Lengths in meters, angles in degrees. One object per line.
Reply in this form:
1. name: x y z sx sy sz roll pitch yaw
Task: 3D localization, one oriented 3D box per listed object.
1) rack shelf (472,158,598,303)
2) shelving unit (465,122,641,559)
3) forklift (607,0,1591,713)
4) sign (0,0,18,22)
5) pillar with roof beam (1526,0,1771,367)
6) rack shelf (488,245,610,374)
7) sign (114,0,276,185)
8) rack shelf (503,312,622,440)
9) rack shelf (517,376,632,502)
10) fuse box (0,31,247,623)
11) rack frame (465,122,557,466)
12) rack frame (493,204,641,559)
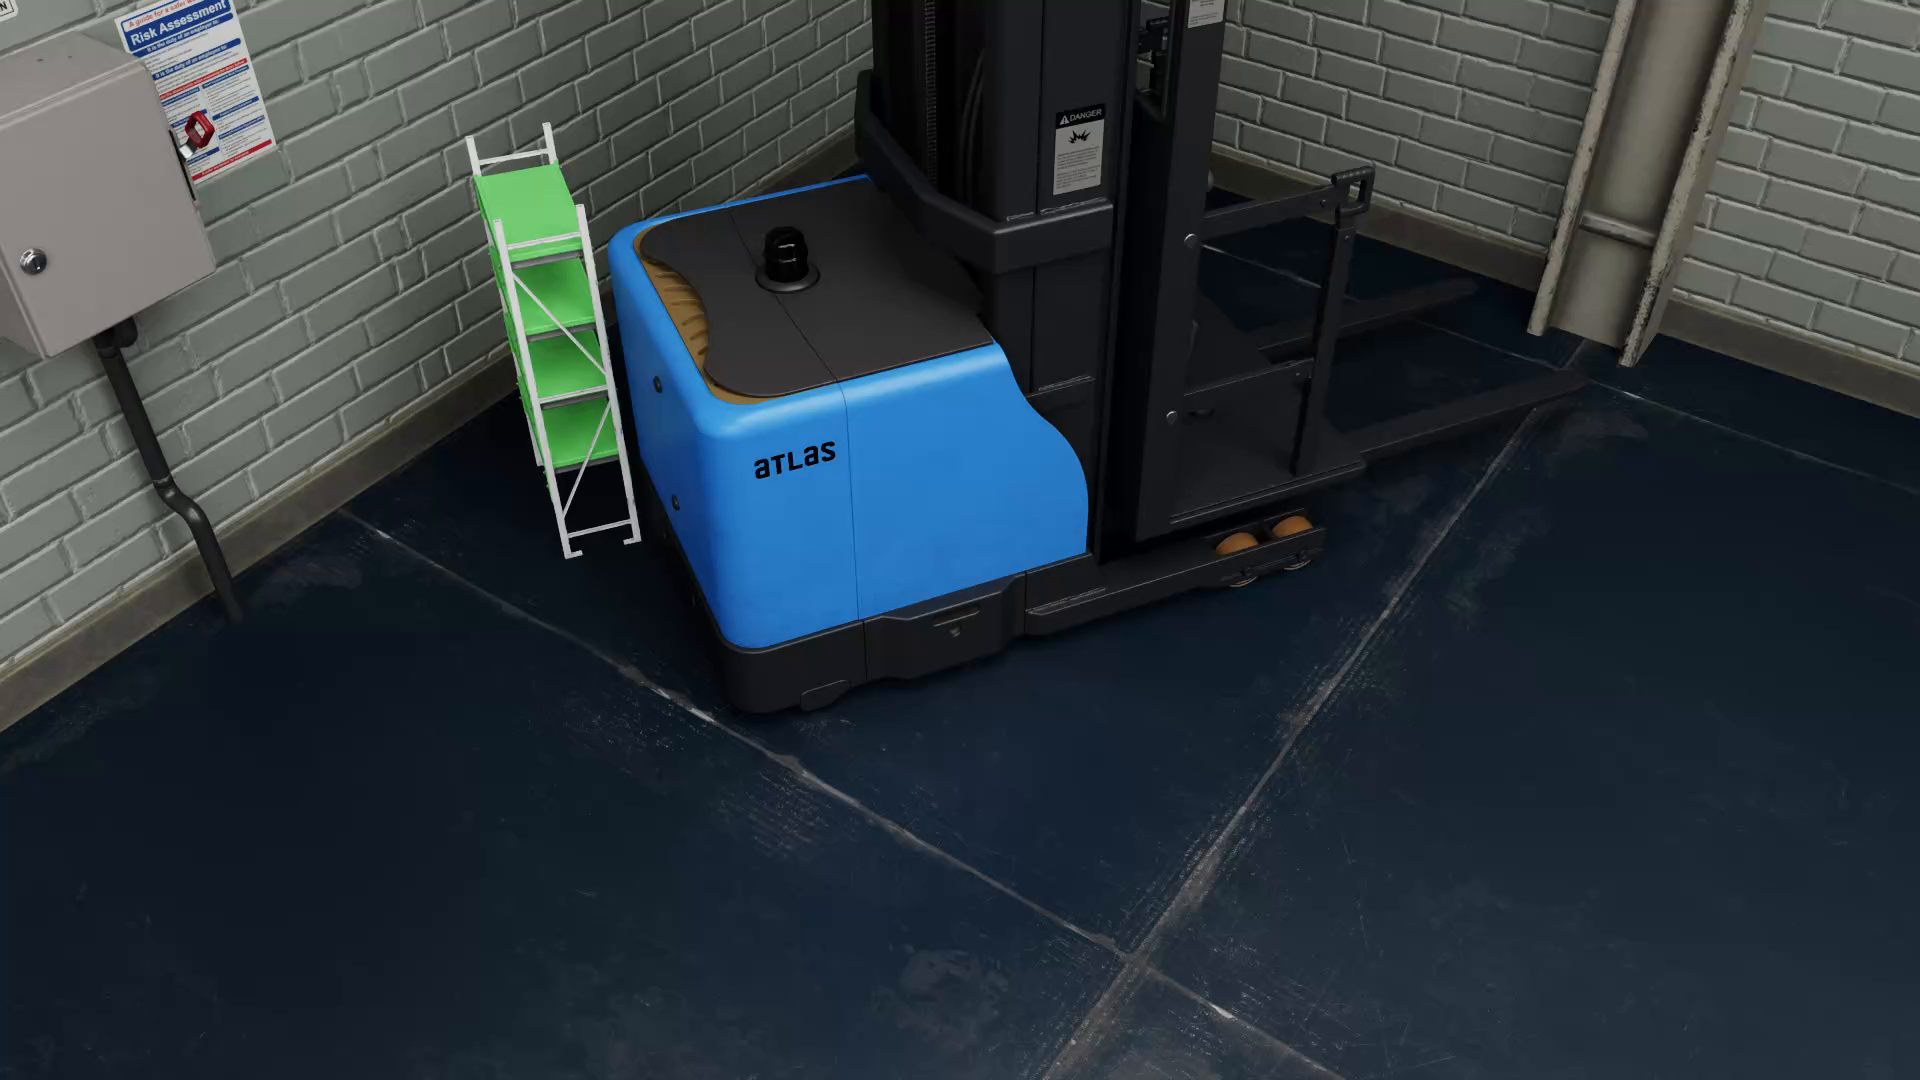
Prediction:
1. rack shelf: -1.207 -0.883 4.713 0.258 0.148 0.480 -14 44 -15
2. shelving unit: -1.207 -0.573 4.991 0.258 1.200 0.503 -14 44 -15
3. forklift: 0.572 -1.257 4.457 3.031 2.935 1.130 -16 44 -17
4. sign: -2.336 -1.250 3.778 0.001 0.242 0.339 25 48 25
5. pillar with roof beam: -0.145 -1.777 0.488 0.400 9.000 9.100 25 48 25
6. rack shelf: -1.207 -0.704 4.873 0.258 0.148 0.480 -14 44 -15
7. sign: -2.020 -1.207 4.420 0.001 0.494 0.329 25 48 25
8. rack shelf: -1.207 -0.525 5.033 0.258 0.148 0.480 -14 44 -15
9. rack shelf: -1.207 -0.347 5.193 0.258 0.148 0.480 -14 44 -15
10. fuse box: -2.134 -0.413 4.428 0.414 1.711 0.539 25 48 25
11. rack frame: -1.294 -0.725 5.161 0.240 1.200 0.015 -14 44 -15
12. rack frame: -1.120 -0.421 4.821 0.240 1.200 0.015 -14 44 -15
